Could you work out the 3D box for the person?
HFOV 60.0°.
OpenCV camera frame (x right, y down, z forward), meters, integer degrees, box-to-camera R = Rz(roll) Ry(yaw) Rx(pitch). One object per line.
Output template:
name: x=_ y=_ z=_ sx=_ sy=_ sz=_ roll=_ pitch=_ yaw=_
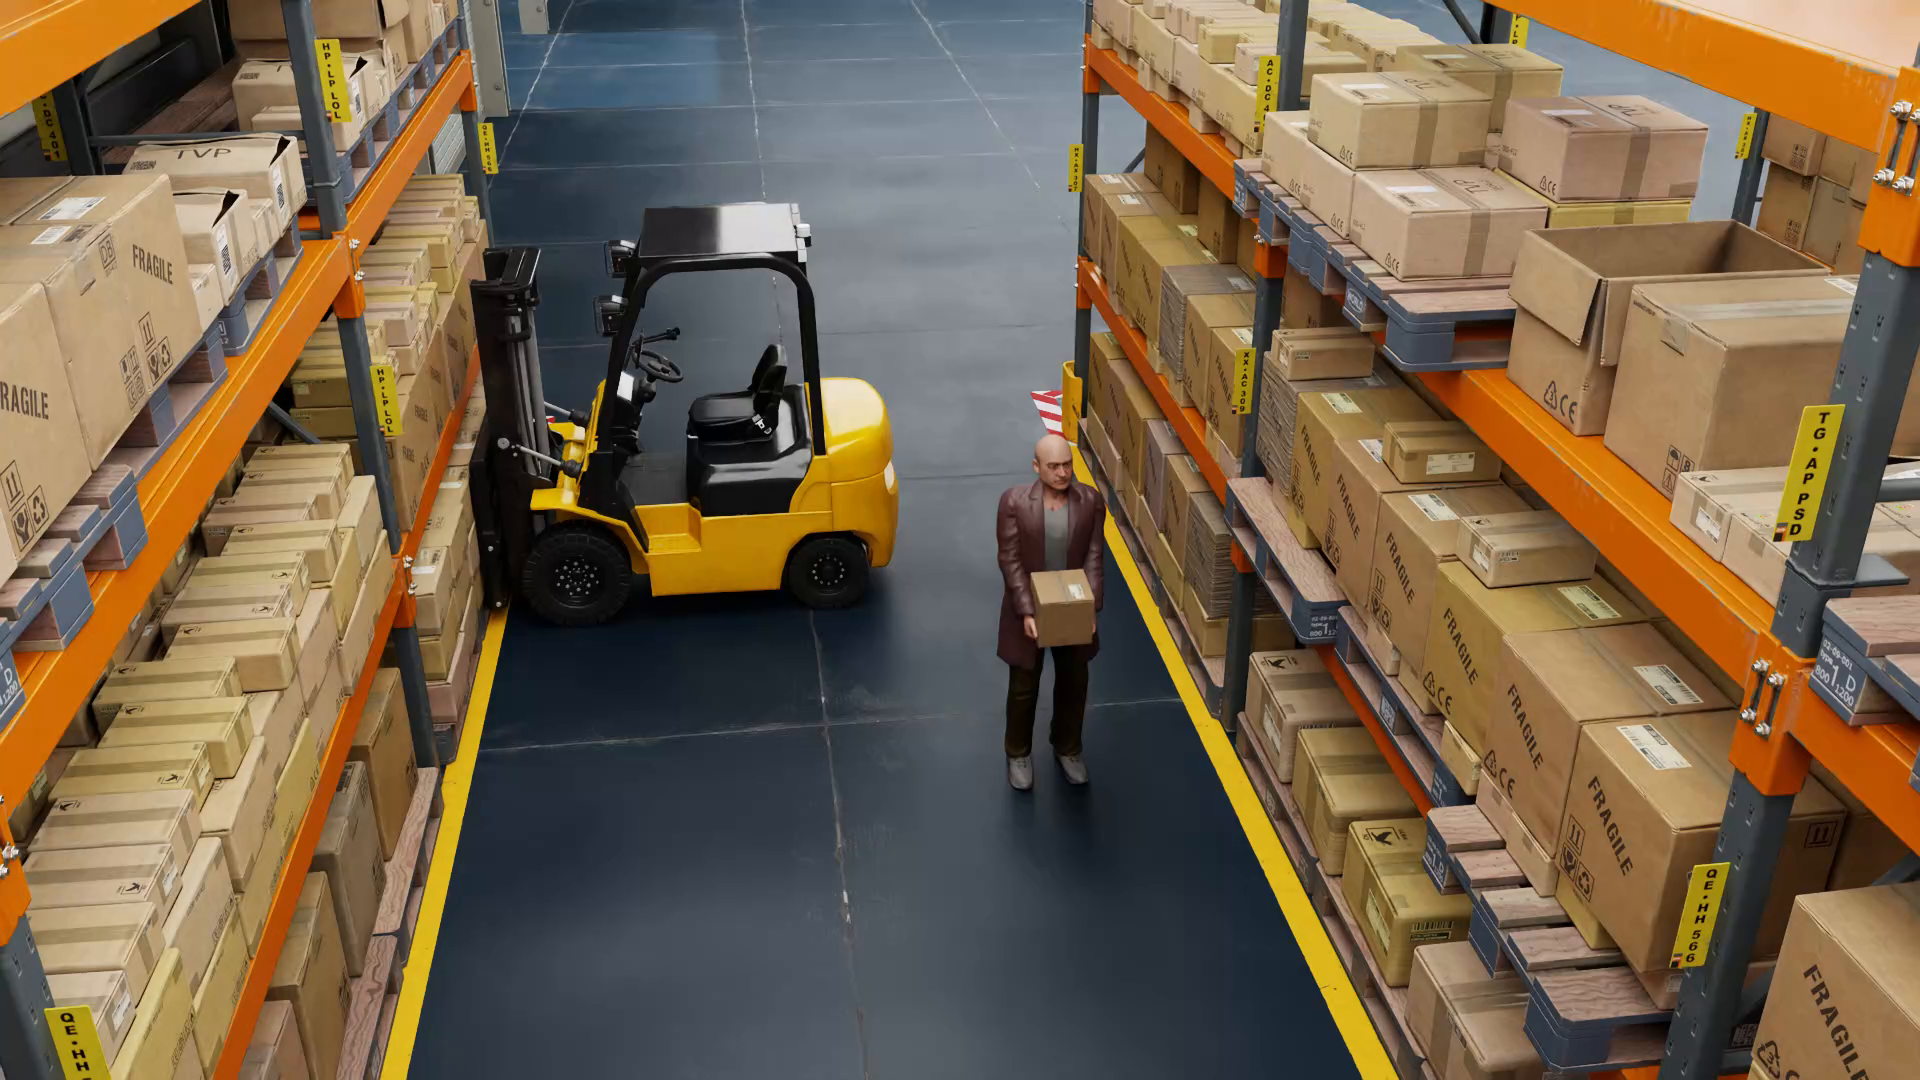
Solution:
person: x=0.445 y=0.390 z=7.866 sx=0.527 sy=1.776 sz=0.554 roll=-4 pitch=27 yaw=-8
